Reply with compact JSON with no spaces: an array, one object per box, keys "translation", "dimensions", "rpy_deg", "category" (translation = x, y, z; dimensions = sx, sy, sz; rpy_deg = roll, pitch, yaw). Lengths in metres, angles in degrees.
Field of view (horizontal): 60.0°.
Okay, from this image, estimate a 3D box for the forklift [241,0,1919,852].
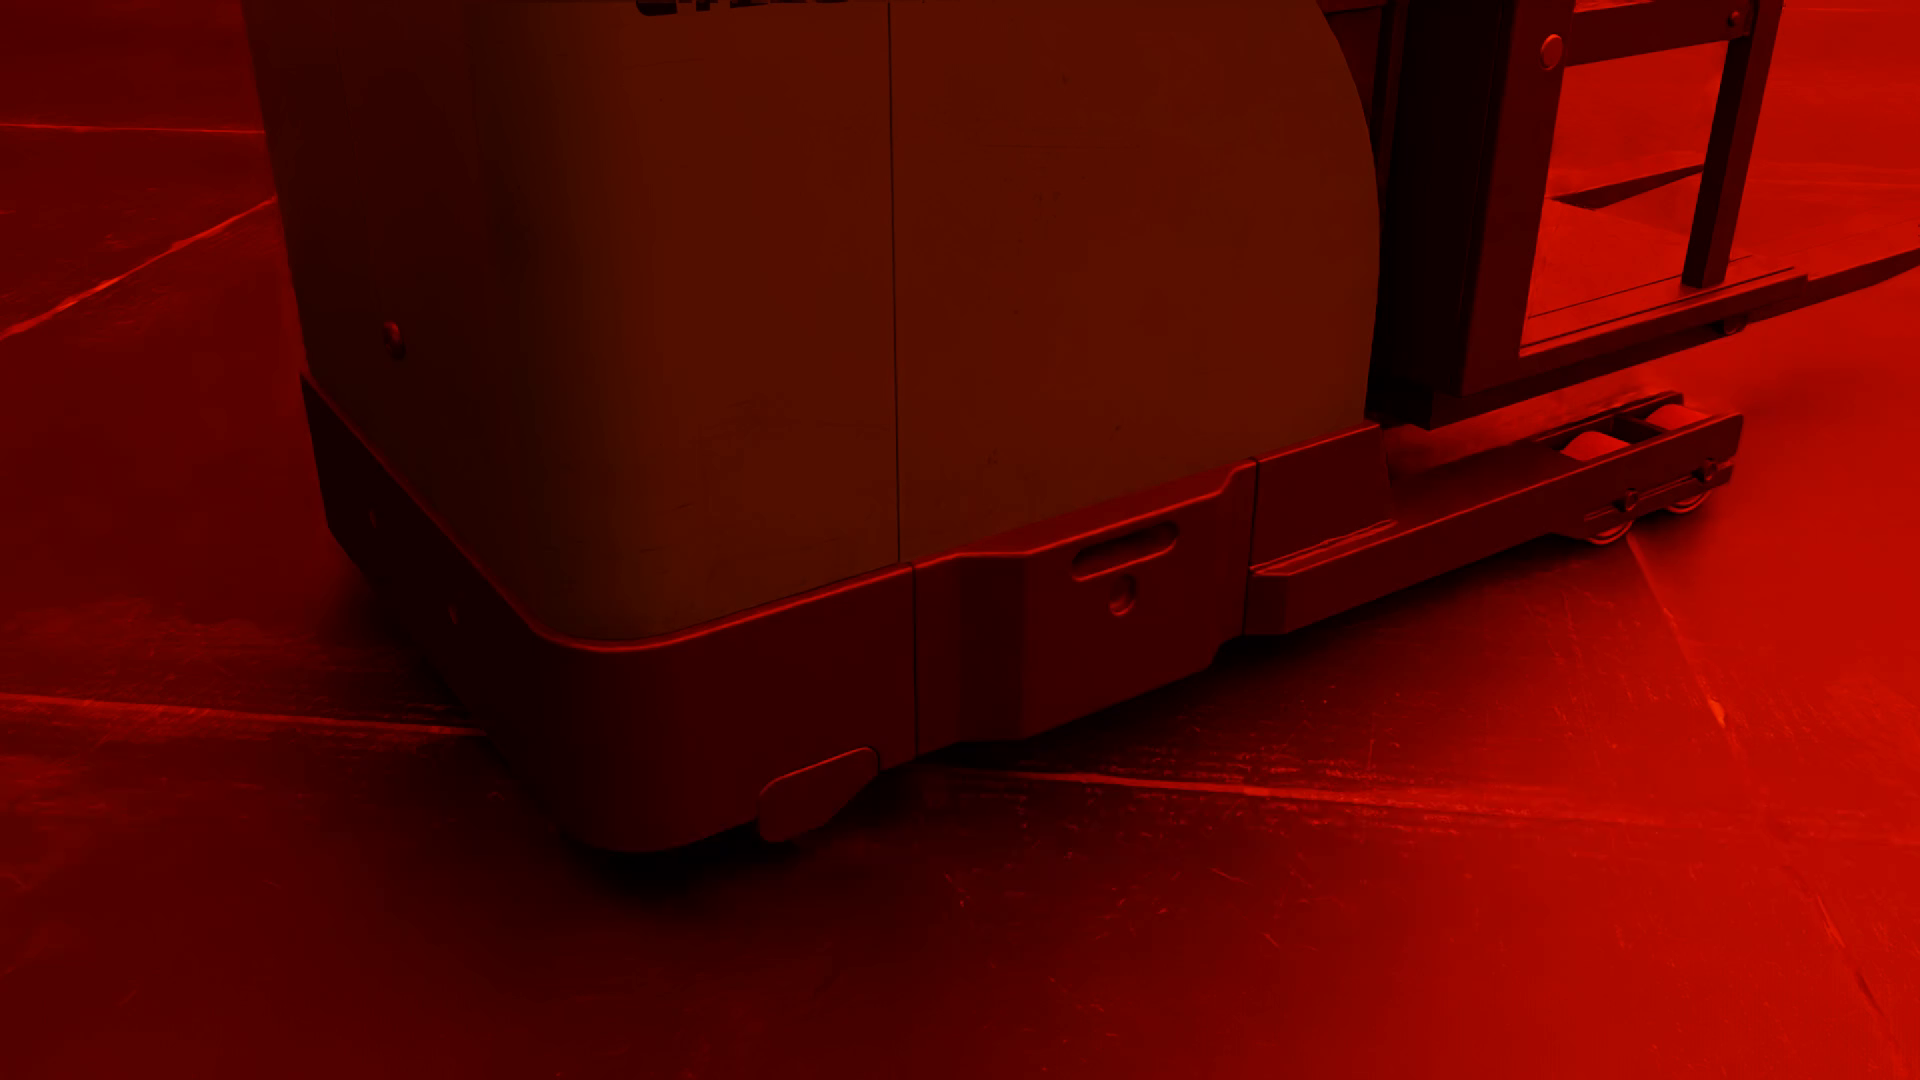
[{"translation":[0.597,-1.482,2.187],"dimensions":[3.031,2.935,1.130],"rpy_deg":[-17,31,-30],"category":"forklift"}]
